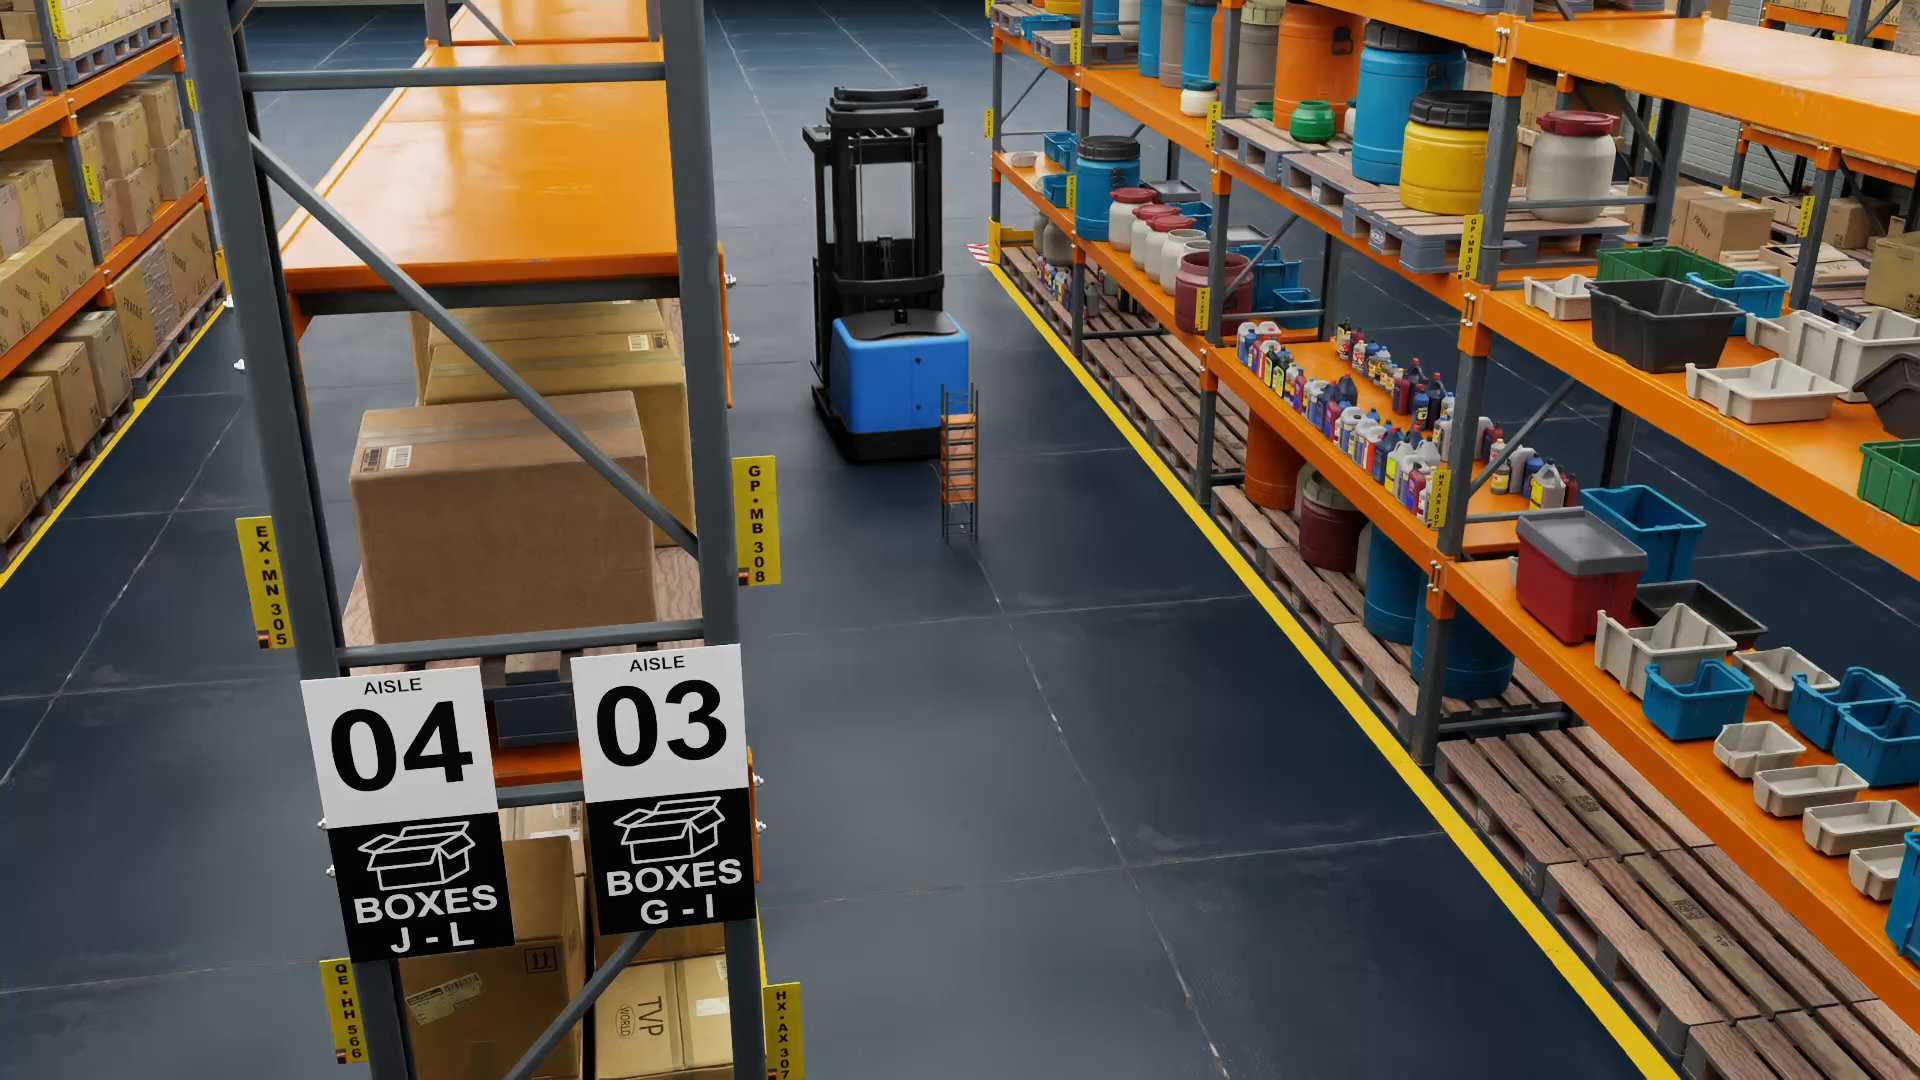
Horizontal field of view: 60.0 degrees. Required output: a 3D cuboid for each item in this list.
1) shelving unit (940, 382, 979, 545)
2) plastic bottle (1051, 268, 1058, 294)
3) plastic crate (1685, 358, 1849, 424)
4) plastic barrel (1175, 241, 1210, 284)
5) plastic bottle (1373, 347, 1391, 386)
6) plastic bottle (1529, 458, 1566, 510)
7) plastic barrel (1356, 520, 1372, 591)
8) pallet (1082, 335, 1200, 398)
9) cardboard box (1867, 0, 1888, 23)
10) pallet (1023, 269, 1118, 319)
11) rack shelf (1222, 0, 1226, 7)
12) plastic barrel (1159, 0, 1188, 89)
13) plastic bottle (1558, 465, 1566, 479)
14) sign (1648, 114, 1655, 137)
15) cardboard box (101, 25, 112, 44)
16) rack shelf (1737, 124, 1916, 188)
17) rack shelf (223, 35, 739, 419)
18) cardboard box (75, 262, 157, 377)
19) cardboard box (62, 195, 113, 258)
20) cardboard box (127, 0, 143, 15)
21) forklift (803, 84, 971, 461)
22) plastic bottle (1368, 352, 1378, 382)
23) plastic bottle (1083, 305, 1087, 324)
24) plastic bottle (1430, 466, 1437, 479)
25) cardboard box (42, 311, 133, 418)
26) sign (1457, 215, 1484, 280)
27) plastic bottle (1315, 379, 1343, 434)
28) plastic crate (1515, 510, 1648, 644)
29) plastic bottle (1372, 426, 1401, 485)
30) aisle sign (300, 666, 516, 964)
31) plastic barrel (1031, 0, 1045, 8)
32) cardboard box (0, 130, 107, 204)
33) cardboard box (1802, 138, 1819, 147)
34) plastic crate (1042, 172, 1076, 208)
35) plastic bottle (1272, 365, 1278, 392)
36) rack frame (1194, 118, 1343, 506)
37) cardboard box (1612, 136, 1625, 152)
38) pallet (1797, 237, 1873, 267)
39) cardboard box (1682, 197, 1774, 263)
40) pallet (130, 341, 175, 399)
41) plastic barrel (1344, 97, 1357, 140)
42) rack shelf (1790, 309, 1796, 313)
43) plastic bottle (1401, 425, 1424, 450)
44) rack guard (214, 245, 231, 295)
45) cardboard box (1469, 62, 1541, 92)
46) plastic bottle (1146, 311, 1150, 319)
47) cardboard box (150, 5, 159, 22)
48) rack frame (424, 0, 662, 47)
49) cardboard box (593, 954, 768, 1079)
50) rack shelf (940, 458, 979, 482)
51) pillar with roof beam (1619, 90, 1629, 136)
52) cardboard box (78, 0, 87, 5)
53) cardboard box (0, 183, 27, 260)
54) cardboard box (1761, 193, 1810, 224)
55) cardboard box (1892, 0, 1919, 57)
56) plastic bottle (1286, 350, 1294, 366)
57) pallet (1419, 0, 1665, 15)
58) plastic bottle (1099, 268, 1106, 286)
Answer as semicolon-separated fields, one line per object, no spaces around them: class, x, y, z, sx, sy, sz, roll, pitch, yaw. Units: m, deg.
shelving unit;-0.003;-0.556;12.265;0.258;1.200;0.189;-4;24;-10
plastic bottle;1.034;-2.813;18.045;0.097;0.271;0.097;0;24;0
plastic crate;3.218;-0.607;6.716;0.437;0.136;0.530;-4;24;-10
plastic barrel;1.964;-2.145;13.517;0.421;0.512;0.421;0;24;0
plastic bottle;2.977;-1.228;11.717;0.097;0.271;0.097;0;24;0
plastic bottle;3.350;-0.288;9.465;0.144;0.351;0.185;-4;24;-10
plastic barrel;2.873;0.093;11.115;0.421;0.512;0.421;0;24;0
pallet;1.808;-1.695;16.109;1.003;0.211;1.213;-4;24;-10
cardboard box;10.722;-6.238;19.129;0.500;0.500;0.500;-3;24;-6
pallet;1.313;-2.749;18.523;1.003;0.211;1.213;-4;24;-10
rack shelf;1.995;-4.728;13.474;1.077;0.370;4.000;-4;24;-10
plastic barrel;2.053;-4.442;14.541;0.600;0.901;0.600;0;24;0
plastic bottle;3.431;-0.307;9.593;0.061;0.283;0.133;-4;24;-10
sign;7.025;-4.182;16.972;0.100;0.325;0.005;-4;24;-10
cardboard box;-8.059;-4.651;15.310;0.380;0.149;0.250;-5;24;-11
rack shelf;10.991;-4.469;19.876;1.077;0.370;4.000;-4;24;-10
rack shelf;-1.394;-1.215;5.429;1.077;0.370;4.000;-4;24;-10
cardboard box;-8.183;-2.056;15.582;0.875;0.875;0.875;-4;24;-9
cardboard box;-8.216;-2.798;14.963;0.875;0.550;0.550;-4;24;-10
cardboard box;-8.327;-5.272;16.235;0.500;0.250;0.500;-4;24;-10
forklift;-0.753;-2.566;14.706;1.130;2.935;3.031;-6;24;-12
plastic bottle;2.959;-1.234;11.819;0.097;0.201;0.097;0;24;0
plastic bottle;1.252;-2.317;16.998;0.097;0.201;0.097;0;24;0
plastic bottle;2.765;-0.332;9.754;0.097;0.201;0.097;0;24;0
cardboard box;-7.933;-1.509;14.485;1.050;0.750;0.750;-4;24;-10
sign;2.563;-1.471;8.353;0.100;0.325;0.005;-4;24;-10
plastic bottle;2.409;-0.880;10.821;0.144;0.351;0.185;-4;24;-10
plastic crate;3.023;0.181;8.175;0.402;0.464;0.583;-4;24;-10
plastic bottle;2.578;-0.519;9.995;0.144;0.351;0.185;-4;24;-10
aisle sign;-1.305;0.667;3.969;0.394;0.787;0.004;-4;24;-10
plastic barrel;1.100;-6.434;18.667;0.600;0.830;0.708;-4;24;-10
cardboard box;-8.170;-3.296;14.755;0.875;0.550;0.550;-4;24;-10
cardboard box;10.598;-4.906;20.140;0.500;0.250;0.500;-5;24;-11
plastic crate;1.153;-3.626;17.232;0.499;0.251;0.616;-4;24;-10
plastic bottle;2.232;-1.138;11.599;0.097;0.201;0.097;0;24;0
rack frame;2.365;-1.705;12.649;1.000;3.000;0.127;-4;24;-10
cardboard box;6.634;-4.107;17.213;0.380;0.149;0.250;-4;24;-10
pallet;10.973;-3.476;20.188;1.003;0.211;1.213;-4;24;-10
cardboard box;6.907;-2.775;14.974;0.500;0.500;0.500;-6;24;-13
pallet;-8.199;-1.612;15.919;1.003;0.211;1.213;-4;24;-10
plastic barrel;2.707;-2.798;11.052;0.301;0.262;0.301;0;24;0
rack shelf;7.603;-0.954;11.828;1.077;0.370;4.000;-4;24;-10
plastic bottle;2.720;-0.530;10.020;0.144;0.351;0.185;-4;24;-10
rack guard;-8.880;-3.022;18.787;1.175;0.500;0.348;-4;24;-10
cardboard box;6.127;-5.050;18.562;0.700;0.500;0.500;-4;24;-10
plastic bottle;1.978;-2.396;17.176;0.097;0.201;0.097;0;24;0
cardboard box;-8.387;-5.350;16.911;0.380;0.149;0.250;-4;24;-9
rack frame;-1.763;-2.515;7.007;1.000;3.000;0.127;-4;24;-10
cardboard box;-0.847;1.532;5.053;0.500;0.250;0.500;-5;24;-11
rack shelf;-0.003;-0.515;12.283;0.258;0.103;0.180;-4;24;-10
pillar with roof beam;6.261;-10.164;24.522;9.100;9.000;0.400;-4;24;-10
cardboard box;-7.964;-4.816;14.692;0.380;0.149;0.250;-5;24;-10
cardboard box;-7.848;-2.493;13.078;0.700;0.500;0.500;-4;24;-9
cardboard box;10.661;-4.276;21.345;0.500;0.311;0.500;-7;25;-16
cardboard box;7.308;-3.777;12.271;0.500;0.500;0.500;-4;24;-10
plastic bottle;2.332;-1.255;11.866;0.097;0.201;0.097;0;24;0
pallet;2.921;-2.934;8.704;1.003;0.211;1.213;-4;24;-10
plastic bottle;1.582;-2.909;18.352;0.097;0.201;0.097;0;24;0
